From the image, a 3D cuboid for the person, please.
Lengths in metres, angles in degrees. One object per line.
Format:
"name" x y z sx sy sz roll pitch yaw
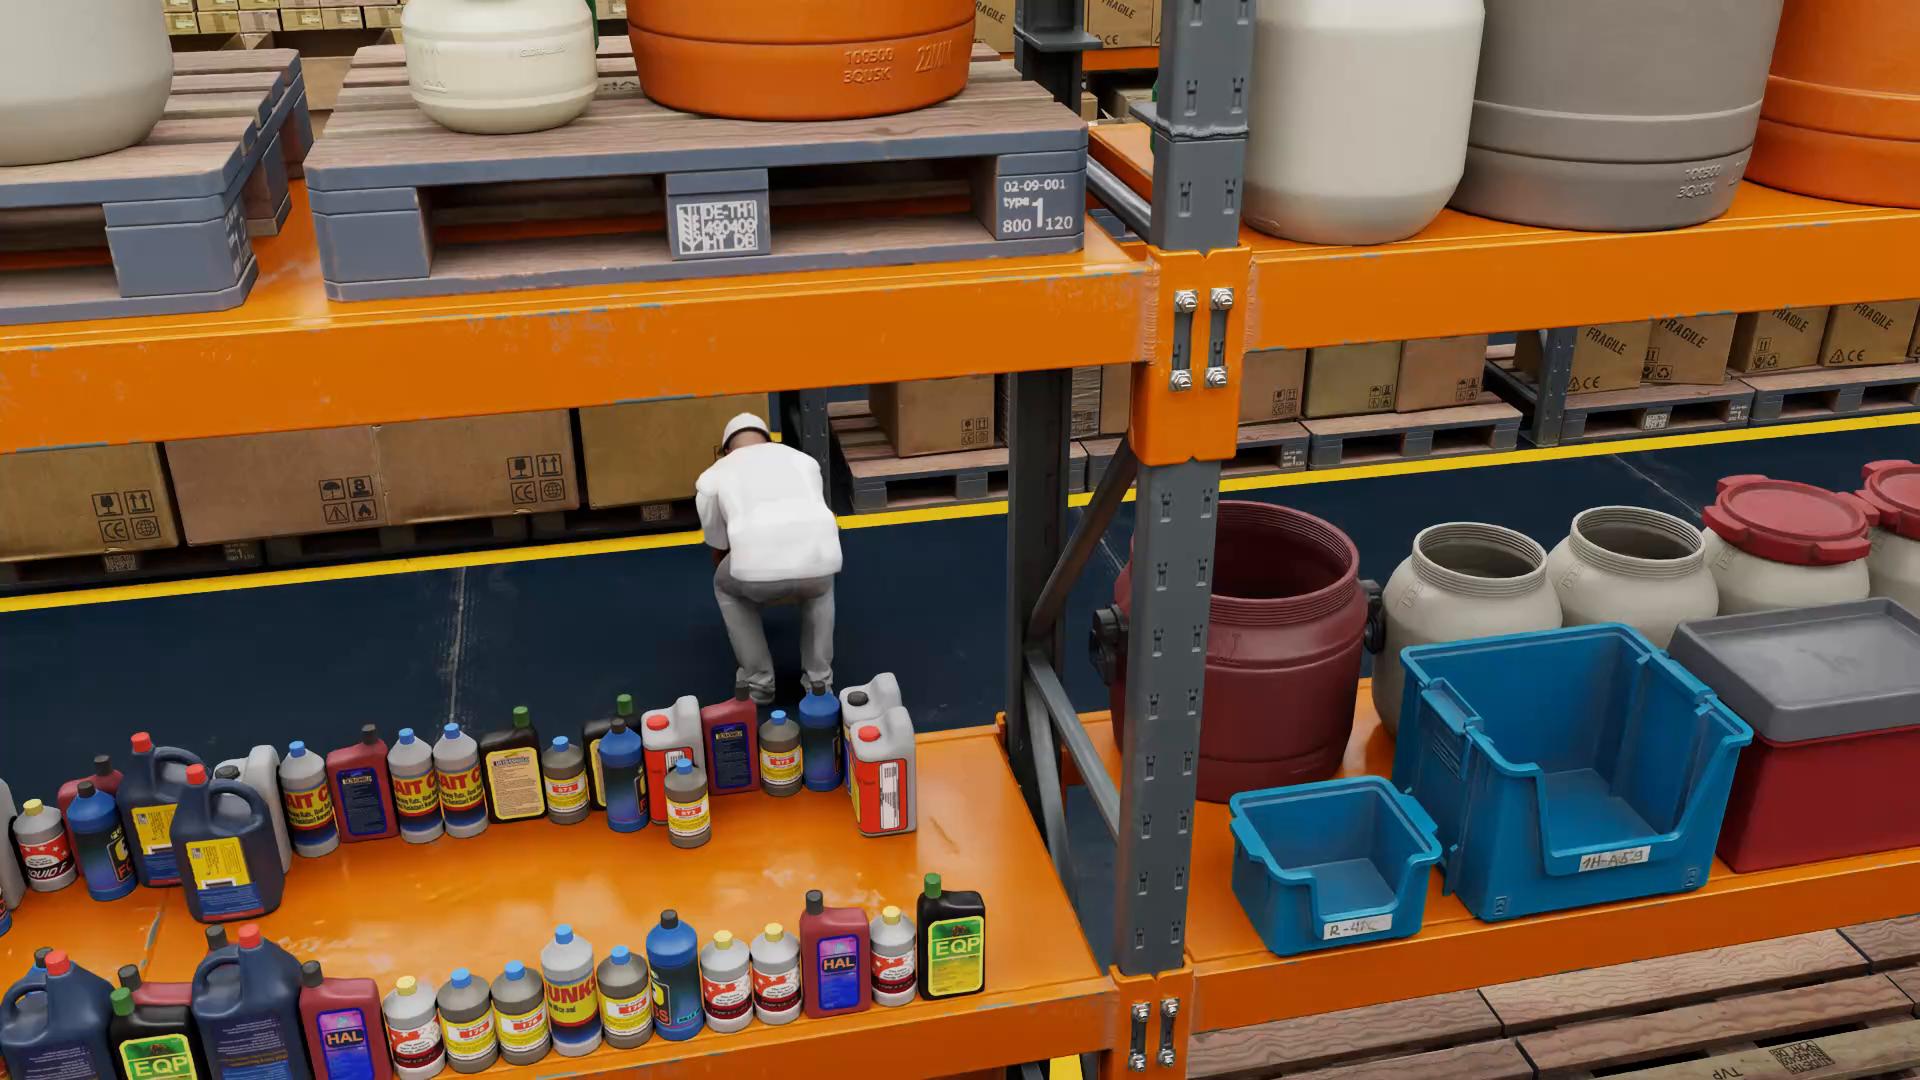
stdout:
"person" -0.772 0.100 6.725 0.527 1.019 0.958 -7 27 -14
